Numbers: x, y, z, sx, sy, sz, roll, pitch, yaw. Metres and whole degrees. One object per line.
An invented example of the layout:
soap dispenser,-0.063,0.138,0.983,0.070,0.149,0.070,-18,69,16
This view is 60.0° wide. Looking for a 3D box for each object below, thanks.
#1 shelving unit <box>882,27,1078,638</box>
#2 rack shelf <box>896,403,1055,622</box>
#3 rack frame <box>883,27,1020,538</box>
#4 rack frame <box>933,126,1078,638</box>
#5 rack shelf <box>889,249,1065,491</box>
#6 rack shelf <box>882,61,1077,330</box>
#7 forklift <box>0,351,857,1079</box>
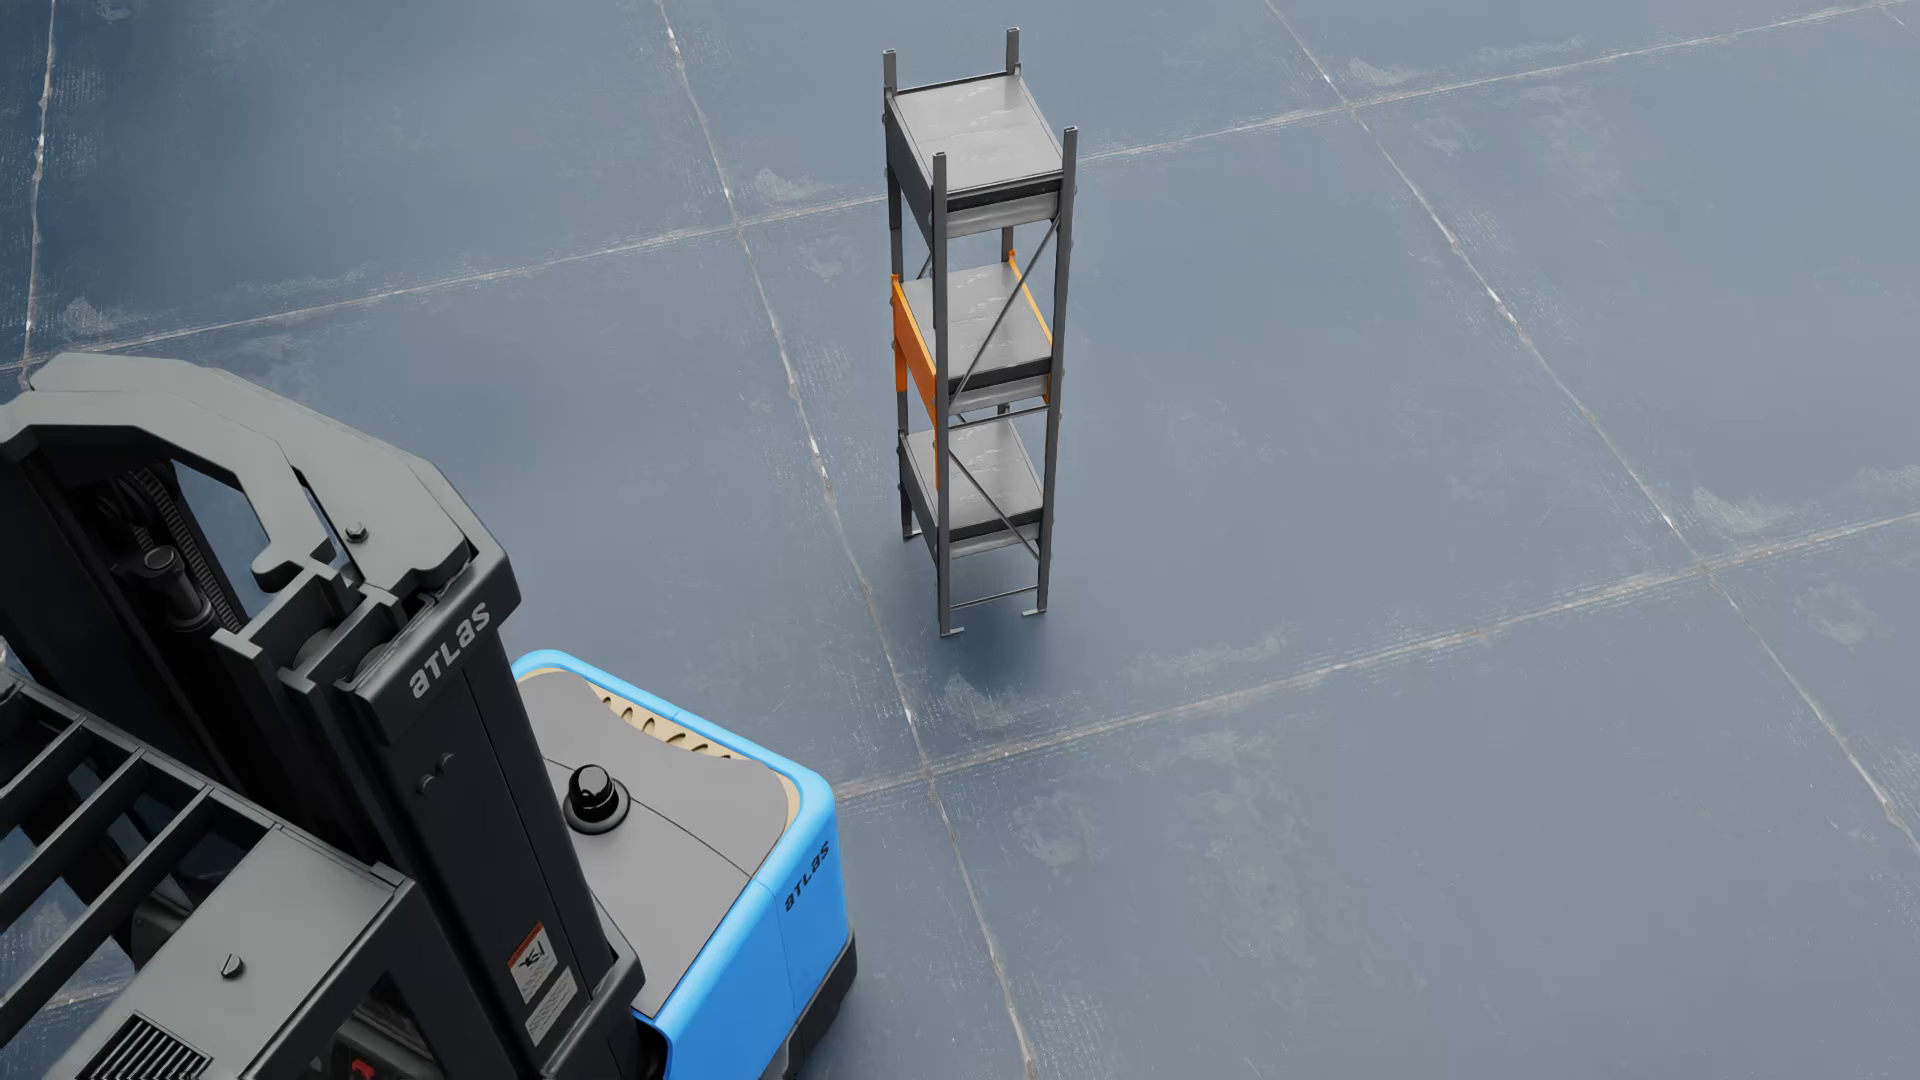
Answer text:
shelving unit,0.049,-0.556,5.345,0.431,2.100,0.503,-13,51,-11
rack shelf,0.049,-0.096,5.891,0.431,0.518,0.480,-13,51,-11
rack frame,-0.023,-0.734,5.496,0.400,2.100,0.015,-13,51,-11
rack frame,0.121,-0.378,5.195,0.400,2.100,0.015,-13,51,-11
rack shelf,0.049,-0.547,5.356,0.431,0.518,0.480,-13,51,-11
rack shelf,0.049,-0.998,4.821,0.431,0.518,0.480,-13,51,-11
forklift,-1.457,1.195,3.325,1.130,2.935,3.031,22,53,18
